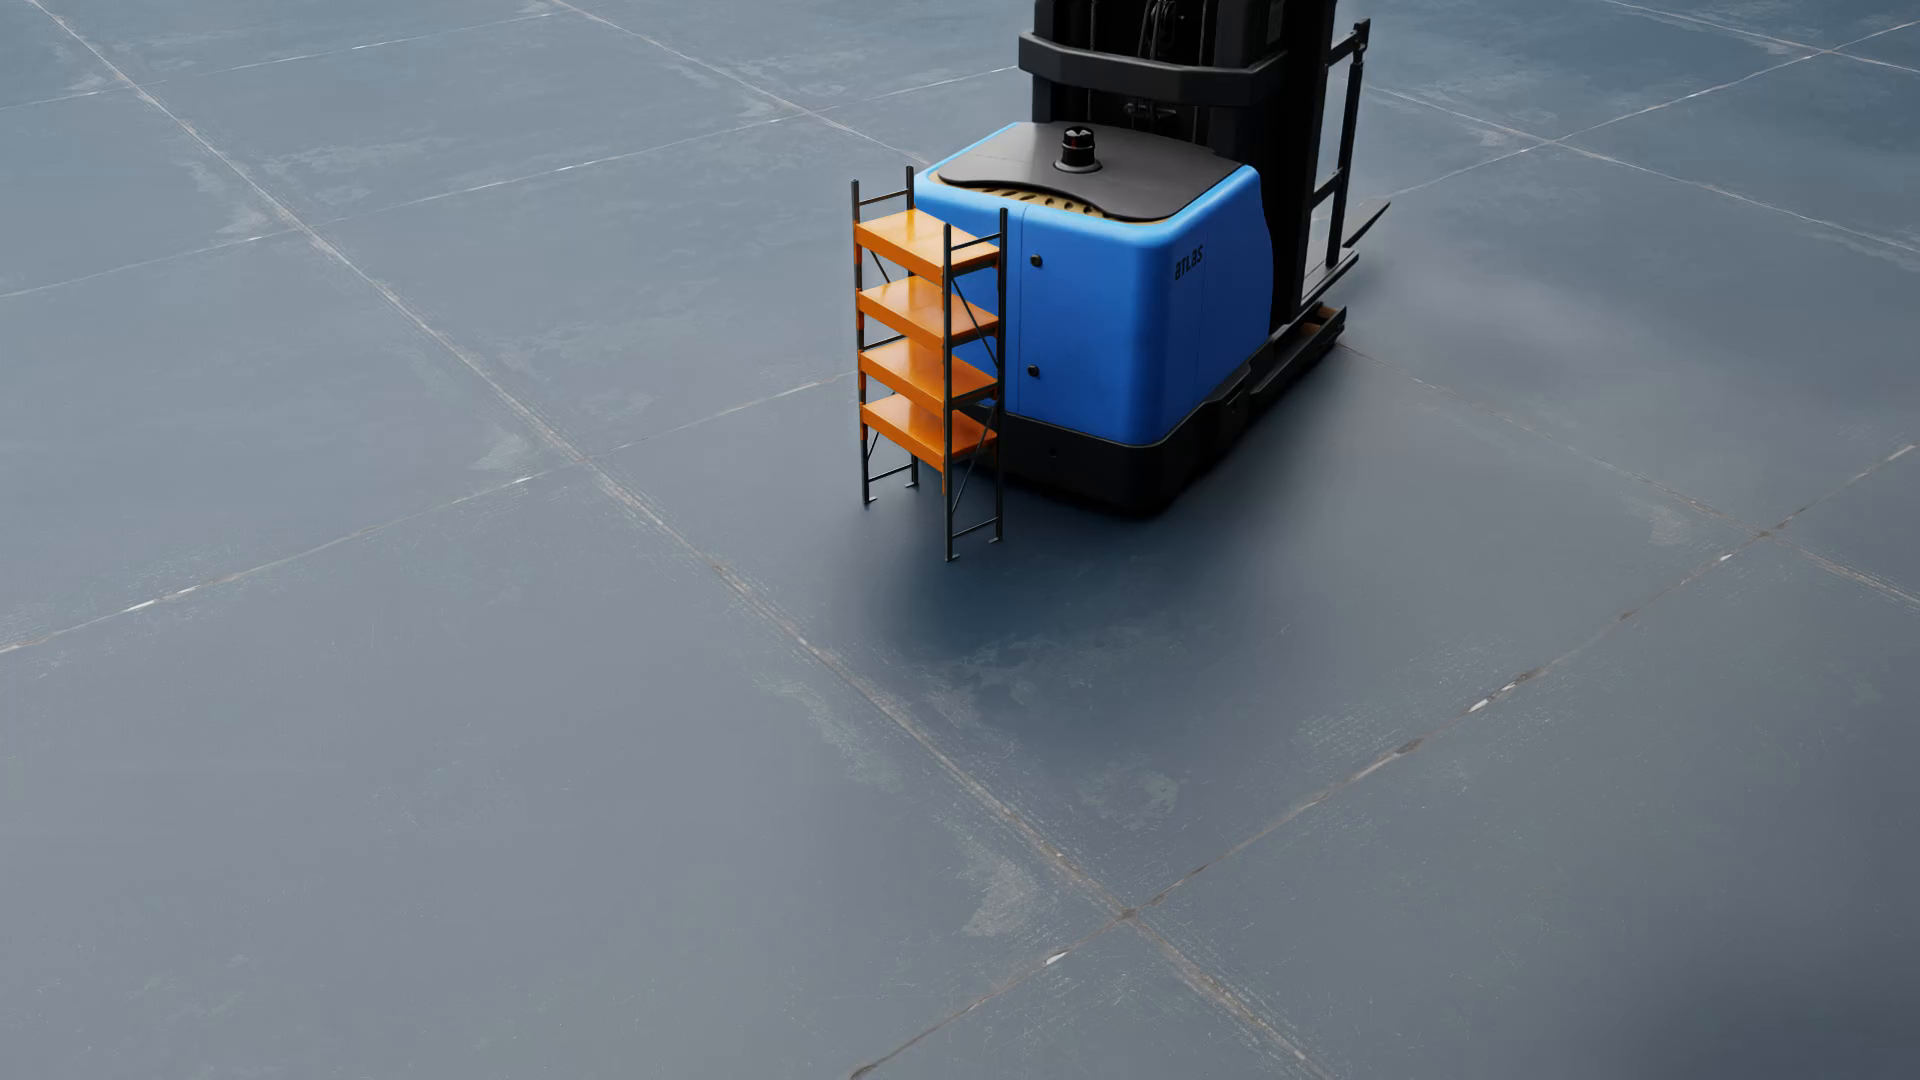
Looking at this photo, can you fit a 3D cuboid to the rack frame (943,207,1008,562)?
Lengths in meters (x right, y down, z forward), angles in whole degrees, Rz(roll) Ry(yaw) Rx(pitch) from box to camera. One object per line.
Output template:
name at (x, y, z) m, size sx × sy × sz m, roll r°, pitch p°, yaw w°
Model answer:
rack frame at (0.048, -0.477, 5.381) m, size 0.240 × 1.200 × 0.015 m, roll -22°, pitch 38°, yaw -31°

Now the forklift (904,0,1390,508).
forklift at (0.986, -2.100, 6.353) m, size 1.130 × 2.935 × 3.031 m, roll 18°, pitch 36°, yaw 26°

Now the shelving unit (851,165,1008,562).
shelving unit at (-0.101, -0.579, 5.545) m, size 0.258 × 1.200 × 0.503 m, roll -22°, pitch 38°, yaw -31°

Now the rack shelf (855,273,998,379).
rack shelf at (-0.101, -0.712, 5.462) m, size 0.258 × 0.148 × 0.480 m, roll -22°, pitch 38°, yaw -31°

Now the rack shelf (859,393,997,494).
rack shelf at (-0.102, -0.353, 5.685) m, size 0.258 × 0.148 × 0.480 m, roll -22°, pitch 38°, yaw -31°

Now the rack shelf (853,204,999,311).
rack shelf at (-0.101, -0.912, 5.337) m, size 0.258 × 0.148 × 0.480 m, roll -22°, pitch 38°, yaw -31°

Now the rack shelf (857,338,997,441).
rack shelf at (-0.101, -0.522, 5.580) m, size 0.258 × 0.148 × 0.480 m, roll -22°, pitch 38°, yaw -31°

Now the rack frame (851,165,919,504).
rack frame at (-0.251, -0.680, 5.708) m, size 0.240 × 1.200 × 0.015 m, roll -22°, pitch 38°, yaw -31°
